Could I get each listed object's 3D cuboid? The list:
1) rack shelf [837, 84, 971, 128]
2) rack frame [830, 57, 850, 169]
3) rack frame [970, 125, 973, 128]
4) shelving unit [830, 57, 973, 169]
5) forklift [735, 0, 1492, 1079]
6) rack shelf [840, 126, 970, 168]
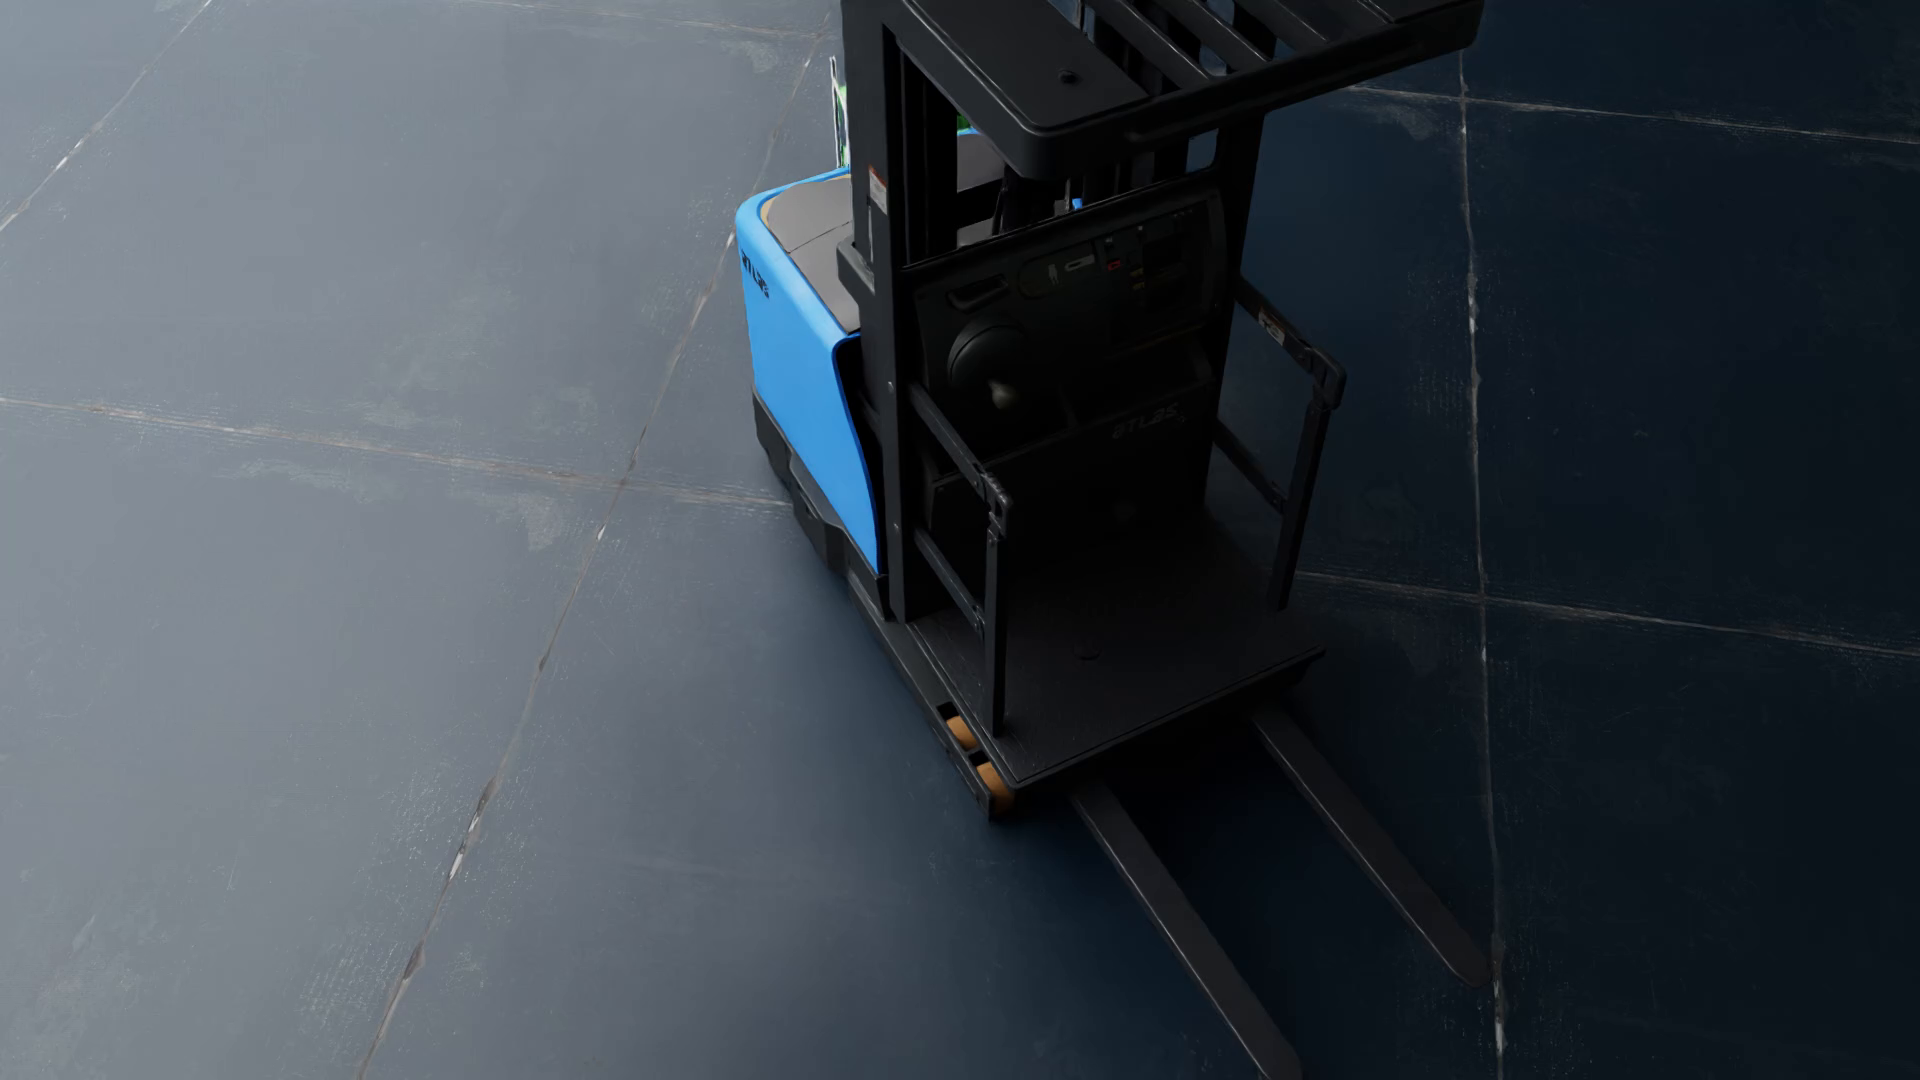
[{"bbox_3d":[-0.164,-1.462,5.698,0.480,0.148,0.258,-11,49,-10],"label":"rack shelf"},{"bbox_3d":[-0.400,-1.139,5.967,0.015,1.200,0.240,-11,49,-10],"label":"rack frame"},{"bbox_3d":[0.072,-1.229,6.048,0.015,1.200,0.240,-11,49,-10],"label":"rack frame"},{"bbox_3d":[-0.164,-1.184,6.007,0.503,1.200,0.258,-11,49,-10],"label":"shelving unit"},{"bbox_3d":[0.406,-0.543,4.267,1.130,2.935,3.031,-22,52,-18],"label":"forklift"},{"bbox_3d":[-0.164,-1.302,5.876,0.480,0.148,0.258,-11,49,-10],"label":"rack shelf"}]
